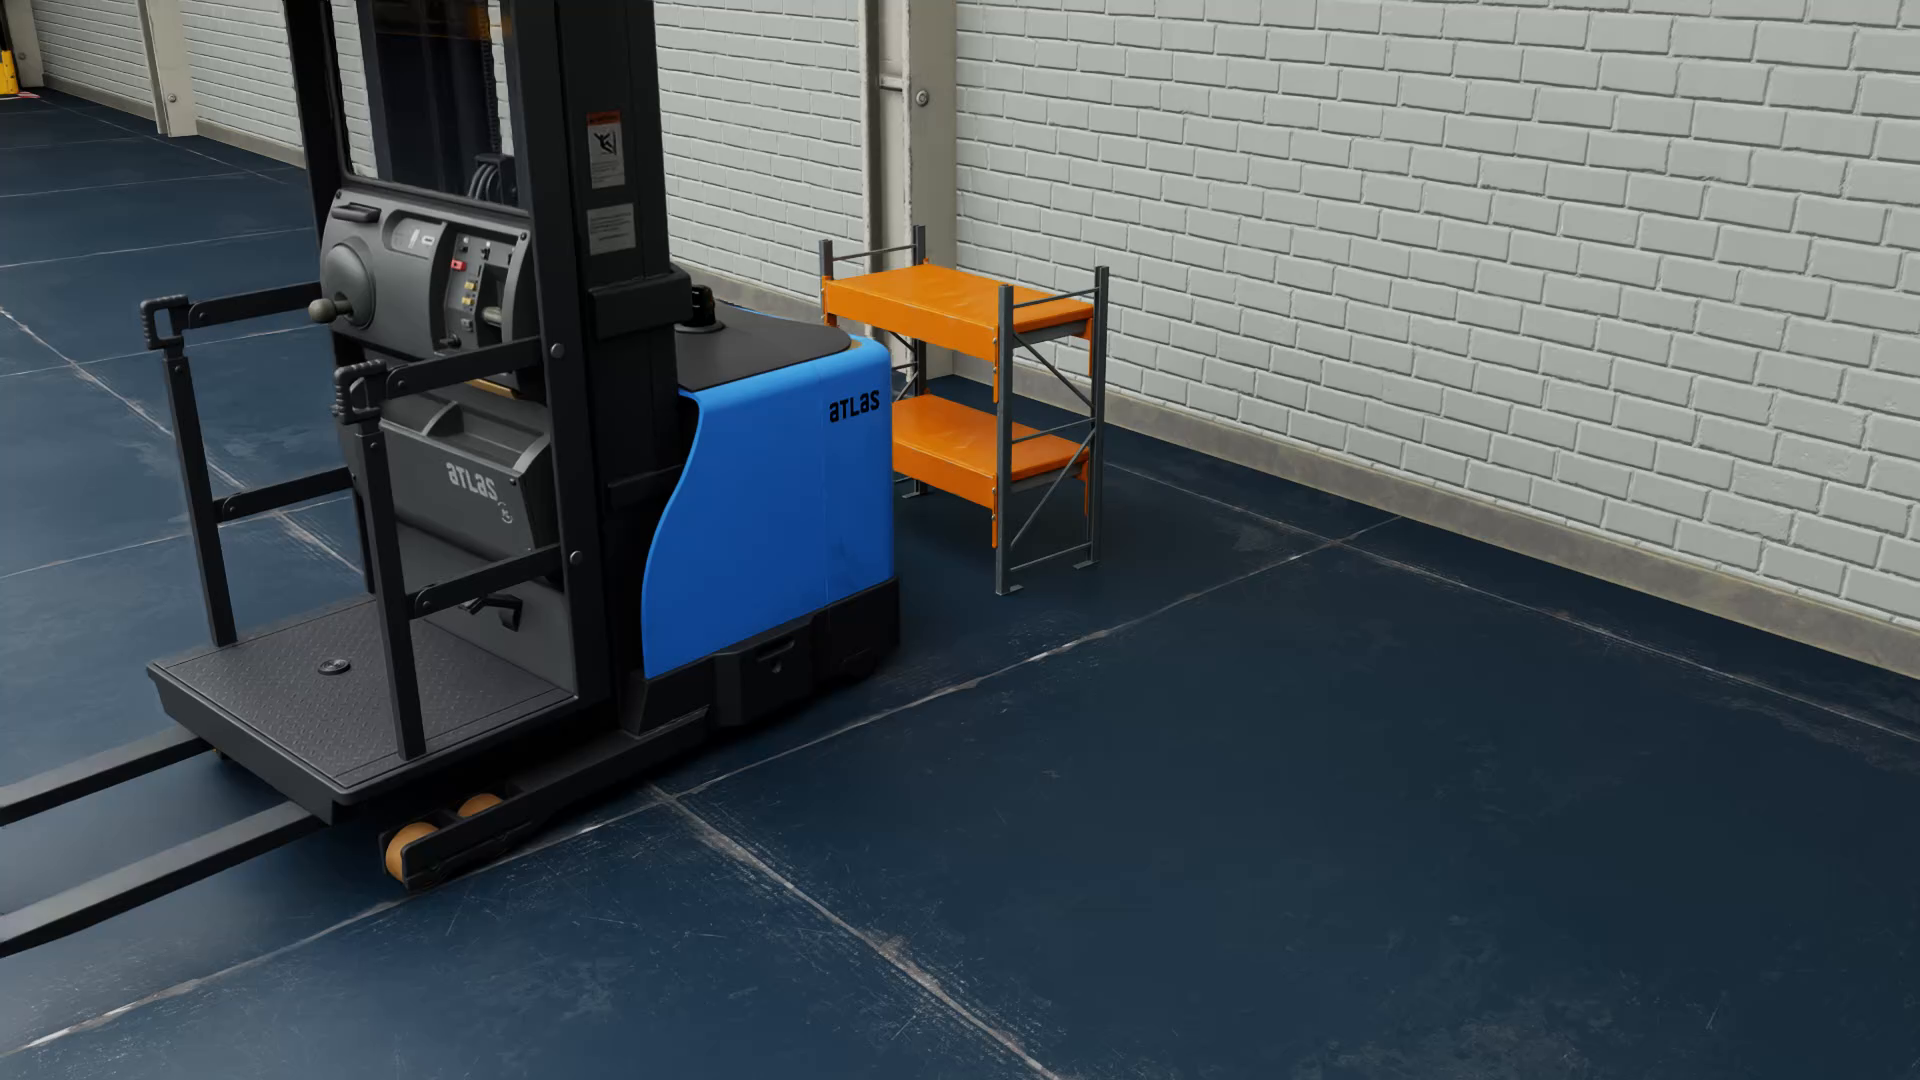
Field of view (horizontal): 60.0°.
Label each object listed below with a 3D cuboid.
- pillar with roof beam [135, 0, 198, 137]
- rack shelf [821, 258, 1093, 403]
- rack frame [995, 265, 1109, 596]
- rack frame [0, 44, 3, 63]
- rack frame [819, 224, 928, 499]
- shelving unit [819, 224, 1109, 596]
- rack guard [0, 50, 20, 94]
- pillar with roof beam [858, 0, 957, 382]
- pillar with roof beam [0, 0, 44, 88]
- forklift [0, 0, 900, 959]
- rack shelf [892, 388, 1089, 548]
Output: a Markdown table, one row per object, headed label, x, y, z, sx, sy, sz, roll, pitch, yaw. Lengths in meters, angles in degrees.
| label | x | y | z | sx | sy | sz | roll | pitch | yaw |
| --- | --- | --- | --- | --- | --- | --- | --- | --- | --- |
| pillar with roof beam | -11.352 | -7.378 | 12.982 | 9.100 | 9.000 | 0.400 | -17 | 27 | -37 |
| rack shelf | -0.004 | -0.798 | 6.177 | 0.538 | 0.278 | 1.000 | -17 | 27 | -37 |
| rack frame | 0.327 | -0.385 | 5.925 | 0.500 | 1.125 | 0.032 | -17 | 27 | -37 |
| rack frame | -12.236 | -6.860 | 19.886 | 1.000 | 3.000 | 0.127 | -17 | 27 | -37 |
| rack frame | -0.336 | -0.666 | 6.642 | 0.500 | 1.125 | 0.032 | -17 | 27 | -37 |
| shelving unit | -0.004 | -0.526 | 6.284 | 0.538 | 1.125 | 1.048 | -17 | 27 | -37 |
| rack guard | -12.220 | -5.689 | 20.325 | 1.175 | 0.500 | 0.348 | -17 | 27 | -37 |
| pillar with roof beam | -3.519 | -4.062 | 4.517 | 9.100 | 9.000 | 0.400 | -17 | 27 | -37 |
| pillar with roof beam | -15.269 | -9.036 | 17.214 | 9.100 | 9.000 | 0.400 | -17 | 27 | -37 |
| forklift | -1.552 | -0.686 | 4.218 | 1.130 | 2.935 | 3.031 | 18 | 28 | 38 |
| rack shelf | -0.004 | -0.298 | 6.373 | 0.538 | 0.278 | 1.000 | -17 | 27 | -37 |
